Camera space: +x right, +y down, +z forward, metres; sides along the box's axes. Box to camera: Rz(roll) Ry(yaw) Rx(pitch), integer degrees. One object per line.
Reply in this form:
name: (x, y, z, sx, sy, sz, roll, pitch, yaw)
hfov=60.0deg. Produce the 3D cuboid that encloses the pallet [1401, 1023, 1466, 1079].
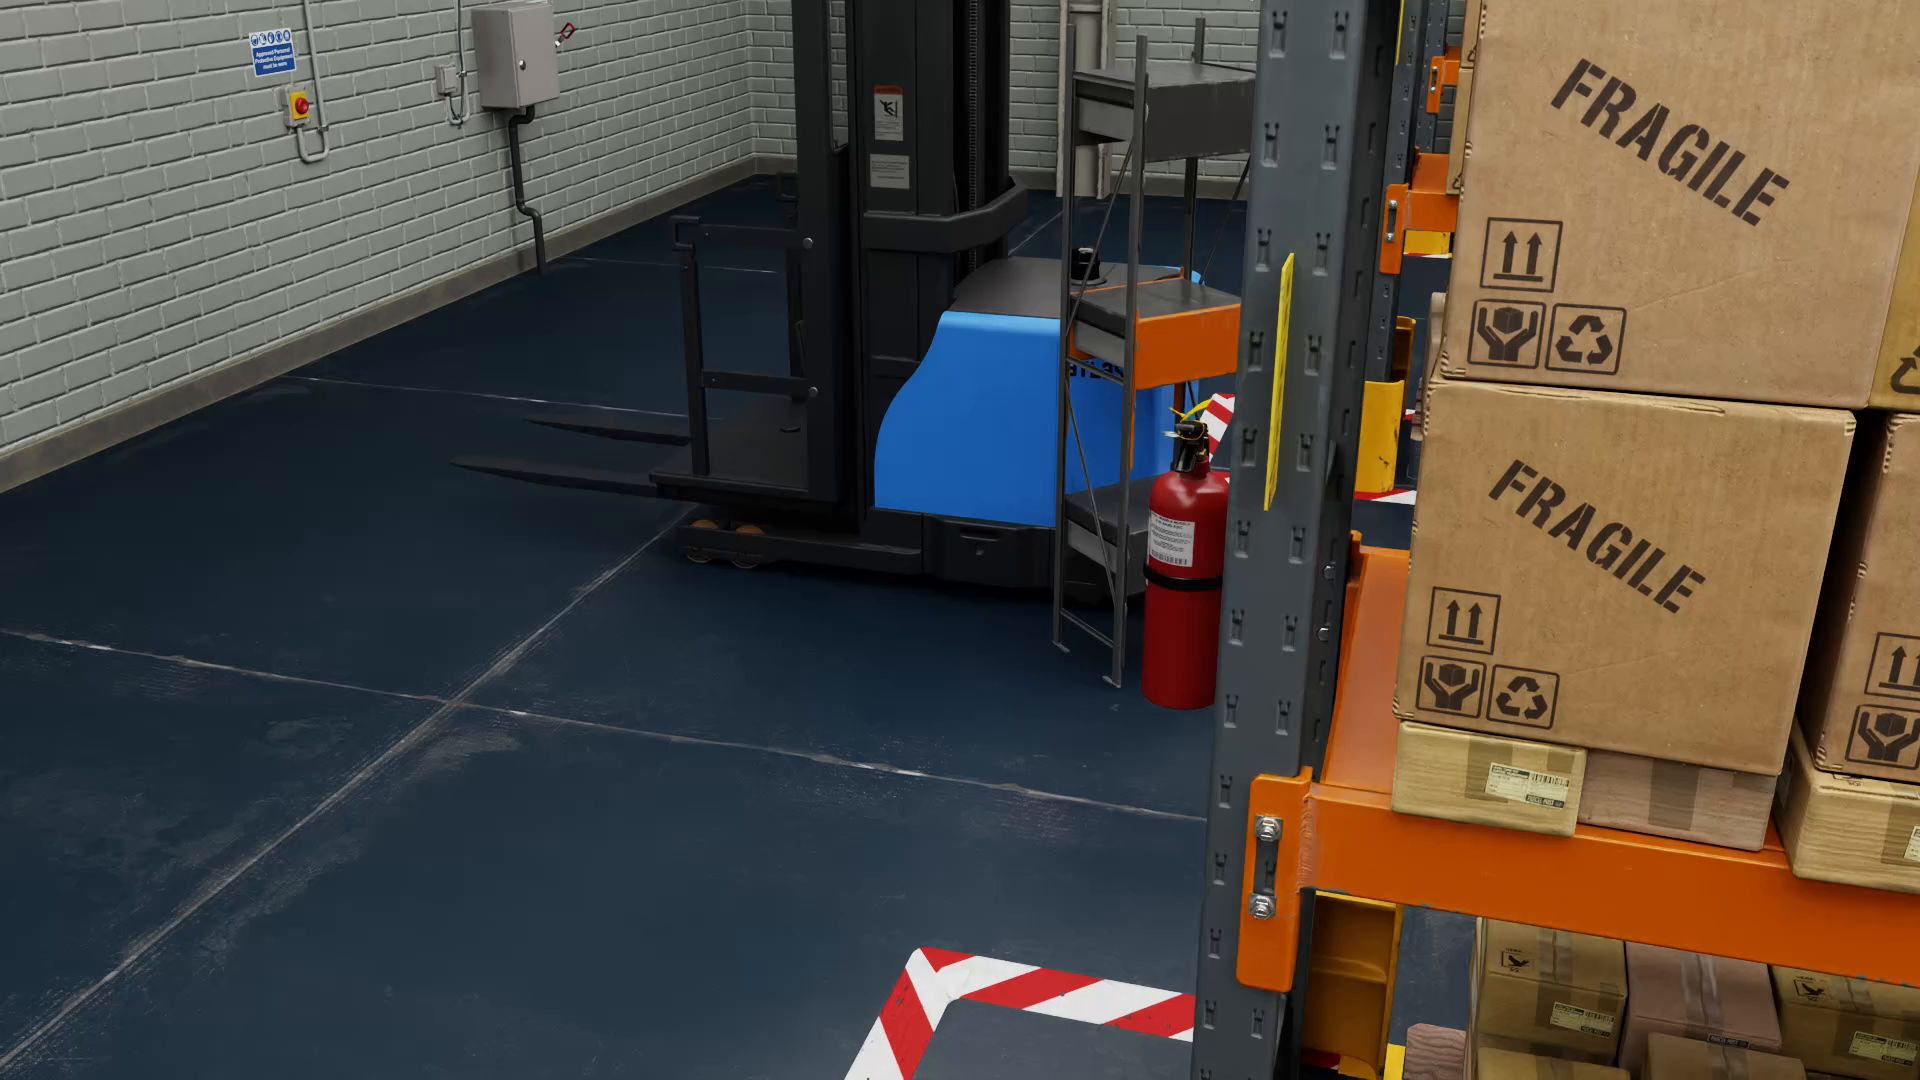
pallet: (1.415, 1.398, 3.083, 1.213, 0.211, 1.003, 7, 23, 16)

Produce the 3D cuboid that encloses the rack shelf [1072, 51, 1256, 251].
rack shelf: (0.644, -1.219, 5.166, 0.480, 0.518, 0.431, -12, 25, -27)

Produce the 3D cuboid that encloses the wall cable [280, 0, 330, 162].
wall cable: (-3.498, -2.906, 8.521, 0.123, 1.953, 0.585, 7, 23, 16)

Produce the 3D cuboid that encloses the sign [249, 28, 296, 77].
sign: (-3.570, -2.535, 8.642, 0.001, 0.218, 0.327, 7, 23, 16)

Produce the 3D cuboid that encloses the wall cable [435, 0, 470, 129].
wall cable: (-3.099, -3.408, 9.786, 0.122, 1.984, 0.588, 7, 23, 16)

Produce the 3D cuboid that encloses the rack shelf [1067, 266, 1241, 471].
rack shelf: (0.644, -0.571, 5.432, 0.480, 0.518, 0.431, -12, 25, -27)

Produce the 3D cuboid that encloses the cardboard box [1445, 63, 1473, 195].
cardboard box: (2.284, -1.701, 6.832, 0.500, 0.500, 0.500, 6, 23, 15)

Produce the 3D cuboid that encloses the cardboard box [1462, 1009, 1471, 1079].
cardboard box: (1.139, 1.105, 3.328, 0.250, 0.149, 0.380, 7, 23, 16)

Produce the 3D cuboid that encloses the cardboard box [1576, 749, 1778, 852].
cardboard box: (1.046, 0.282, 2.462, 0.250, 0.149, 0.380, 7, 23, 17)

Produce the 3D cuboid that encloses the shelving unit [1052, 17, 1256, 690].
shelving unit: (0.644, -0.584, 5.427, 0.503, 2.100, 0.431, -12, 25, -27)

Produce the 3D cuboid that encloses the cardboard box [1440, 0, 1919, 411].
cardboard box: (0.928, -0.503, 2.202, 0.500, 0.500, 0.500, 6, 23, 15)

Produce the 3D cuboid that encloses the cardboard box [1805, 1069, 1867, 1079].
cardboard box: (1.660, 0.996, 3.201, 0.250, 0.149, 0.380, 6, 23, 13)

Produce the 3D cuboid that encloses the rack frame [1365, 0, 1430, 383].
rack frame: (1.908, -1.811, 7.234, 0.127, 3.000, 1.000, 7, 23, 16)

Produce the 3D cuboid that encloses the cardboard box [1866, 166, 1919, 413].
cardboard box: (1.413, -0.450, 2.073, 0.500, 0.500, 0.500, 7, 23, 17)

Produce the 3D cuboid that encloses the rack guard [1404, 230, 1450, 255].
rack guard: (3.411, -2.451, 12.085, 0.348, 0.500, 1.175, 7, 23, 16)

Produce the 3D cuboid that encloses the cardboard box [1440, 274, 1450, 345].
cardboard box: (1.079, -0.230, 2.855, 0.500, 0.500, 0.500, 7, 23, 17)

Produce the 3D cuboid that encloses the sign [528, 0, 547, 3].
sign: (-2.807, -3.327, 11.052, 0.001, 0.494, 0.329, 7, 23, 16)

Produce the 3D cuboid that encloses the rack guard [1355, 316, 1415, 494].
rack guard: (1.885, -0.658, 7.714, 0.348, 0.500, 1.175, 7, 23, 16)

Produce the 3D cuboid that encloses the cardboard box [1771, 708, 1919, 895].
cardboard box: (1.288, 0.331, 2.342, 0.250, 0.149, 0.380, 6, 23, 14)

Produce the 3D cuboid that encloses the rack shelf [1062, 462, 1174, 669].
rack shelf: (0.644, 0.076, 5.698, 0.480, 0.518, 0.431, -12, 25, -27)

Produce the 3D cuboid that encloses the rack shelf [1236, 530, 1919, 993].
rack shelf: (2.489, 0.550, 2.424, 4.000, 0.370, 1.077, 7, 23, 16)

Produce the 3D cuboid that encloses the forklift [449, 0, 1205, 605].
forklift: (-0.602, -1.427, 6.386, 3.031, 2.935, 1.130, 7, 23, 16)

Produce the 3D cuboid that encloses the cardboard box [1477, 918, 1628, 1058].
cardboard box: (1.155, 0.813, 3.254, 0.250, 0.149, 0.380, 7, 23, 16)

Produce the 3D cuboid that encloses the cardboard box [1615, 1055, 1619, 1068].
cardboard box: (1.397, 0.988, 3.221, 0.250, 0.149, 0.380, 6, 23, 14)

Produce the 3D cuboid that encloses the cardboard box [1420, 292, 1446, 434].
cardboard box: (2.568, -0.784, 7.552, 0.875, 0.438, 0.875, 6, 23, 14)

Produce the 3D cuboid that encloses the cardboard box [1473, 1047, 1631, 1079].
cardboard box: (0.978, 1.028, 2.730, 0.250, 0.149, 0.380, 5, 23, 13)

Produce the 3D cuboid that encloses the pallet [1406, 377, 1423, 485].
pallet: (2.696, -0.462, 7.619, 1.213, 0.211, 1.003, 7, 23, 16)

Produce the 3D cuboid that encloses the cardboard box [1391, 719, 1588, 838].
cardboard box: (0.790, 0.269, 2.493, 0.250, 0.149, 0.380, 6, 23, 15)

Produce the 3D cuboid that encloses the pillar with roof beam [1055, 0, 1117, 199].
pillar with roof beam: (-0.227, -5.450, 8.198, 0.400, 9.000, 9.100, 7, 23, 16)

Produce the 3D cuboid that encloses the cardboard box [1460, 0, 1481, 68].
cardboard box: (2.285, -2.164, 6.644, 0.500, 0.500, 0.500, 6, 23, 14)

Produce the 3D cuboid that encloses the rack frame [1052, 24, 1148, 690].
rack frame: (0.432, -0.538, 5.315, 0.015, 2.100, 0.400, -12, 25, -27)

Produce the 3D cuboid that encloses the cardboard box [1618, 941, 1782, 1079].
cardboard box: (1.378, 0.862, 3.136, 0.250, 0.149, 0.380, 7, 23, 17)

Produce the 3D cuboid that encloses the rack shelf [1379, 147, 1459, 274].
rack shelf: (3.822, -1.259, 6.836, 4.000, 0.370, 1.077, 7, 23, 16)

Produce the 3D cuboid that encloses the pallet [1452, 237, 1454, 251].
pallet: (4.174, -2.230, 11.928, 1.213, 0.211, 1.003, 7, 23, 16)

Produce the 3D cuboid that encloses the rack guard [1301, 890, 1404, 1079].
rack guard: (0.647, 1.163, 3.276, 0.348, 0.500, 1.175, 7, 23, 16)

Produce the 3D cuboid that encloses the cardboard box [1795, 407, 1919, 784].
cardboard box: (1.444, 0.013, 2.262, 0.500, 0.500, 0.500, 7, 23, 16)

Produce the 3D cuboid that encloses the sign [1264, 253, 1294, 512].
sign: (0.418, -0.205, 2.177, 0.005, 0.325, 0.100, 7, 23, 16)

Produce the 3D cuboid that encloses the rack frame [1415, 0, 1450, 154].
rack frame: (3.338, -3.615, 11.631, 0.127, 3.000, 1.000, 7, 23, 16)

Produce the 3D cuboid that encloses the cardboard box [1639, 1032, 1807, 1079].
cardboard box: (1.277, 1.015, 2.763, 0.250, 0.149, 0.380, 7, 23, 16)

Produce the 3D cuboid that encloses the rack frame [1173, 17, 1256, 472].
rack frame: (0.856, -0.630, 5.539, 0.015, 2.100, 0.400, -12, 25, -27)

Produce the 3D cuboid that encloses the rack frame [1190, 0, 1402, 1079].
rack frame: (0.574, -0.002, 2.822, 0.127, 3.000, 1.000, 7, 23, 16)

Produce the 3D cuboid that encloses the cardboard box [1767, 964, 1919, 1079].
cardboard box: (1.663, 0.844, 3.179, 0.250, 0.149, 0.380, 6, 23, 14)

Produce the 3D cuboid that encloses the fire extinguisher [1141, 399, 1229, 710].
fire extinguisher: (0.467, 0.011, 3.384, 0.183, 0.674, 0.296, 7, 23, 16)

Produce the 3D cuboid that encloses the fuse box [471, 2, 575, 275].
fuse box: (-2.751, -2.572, 10.786, 0.414, 1.711, 0.539, 7, 23, 16)

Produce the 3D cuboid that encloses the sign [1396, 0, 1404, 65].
sign: (1.742, -2.048, 6.564, 0.005, 0.325, 0.100, 7, 23, 16)

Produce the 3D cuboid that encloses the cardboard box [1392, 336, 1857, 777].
cardboard box: (0.924, -0.036, 2.382, 0.500, 0.500, 0.500, 8, 24, 18)

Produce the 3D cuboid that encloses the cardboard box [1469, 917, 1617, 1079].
cardboard box: (1.162, 0.939, 3.339, 0.250, 0.149, 0.380, 6, 23, 14)

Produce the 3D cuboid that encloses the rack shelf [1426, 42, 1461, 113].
rack shelf: (5.253, -3.063, 11.233, 4.000, 0.370, 1.077, 7, 23, 16)
